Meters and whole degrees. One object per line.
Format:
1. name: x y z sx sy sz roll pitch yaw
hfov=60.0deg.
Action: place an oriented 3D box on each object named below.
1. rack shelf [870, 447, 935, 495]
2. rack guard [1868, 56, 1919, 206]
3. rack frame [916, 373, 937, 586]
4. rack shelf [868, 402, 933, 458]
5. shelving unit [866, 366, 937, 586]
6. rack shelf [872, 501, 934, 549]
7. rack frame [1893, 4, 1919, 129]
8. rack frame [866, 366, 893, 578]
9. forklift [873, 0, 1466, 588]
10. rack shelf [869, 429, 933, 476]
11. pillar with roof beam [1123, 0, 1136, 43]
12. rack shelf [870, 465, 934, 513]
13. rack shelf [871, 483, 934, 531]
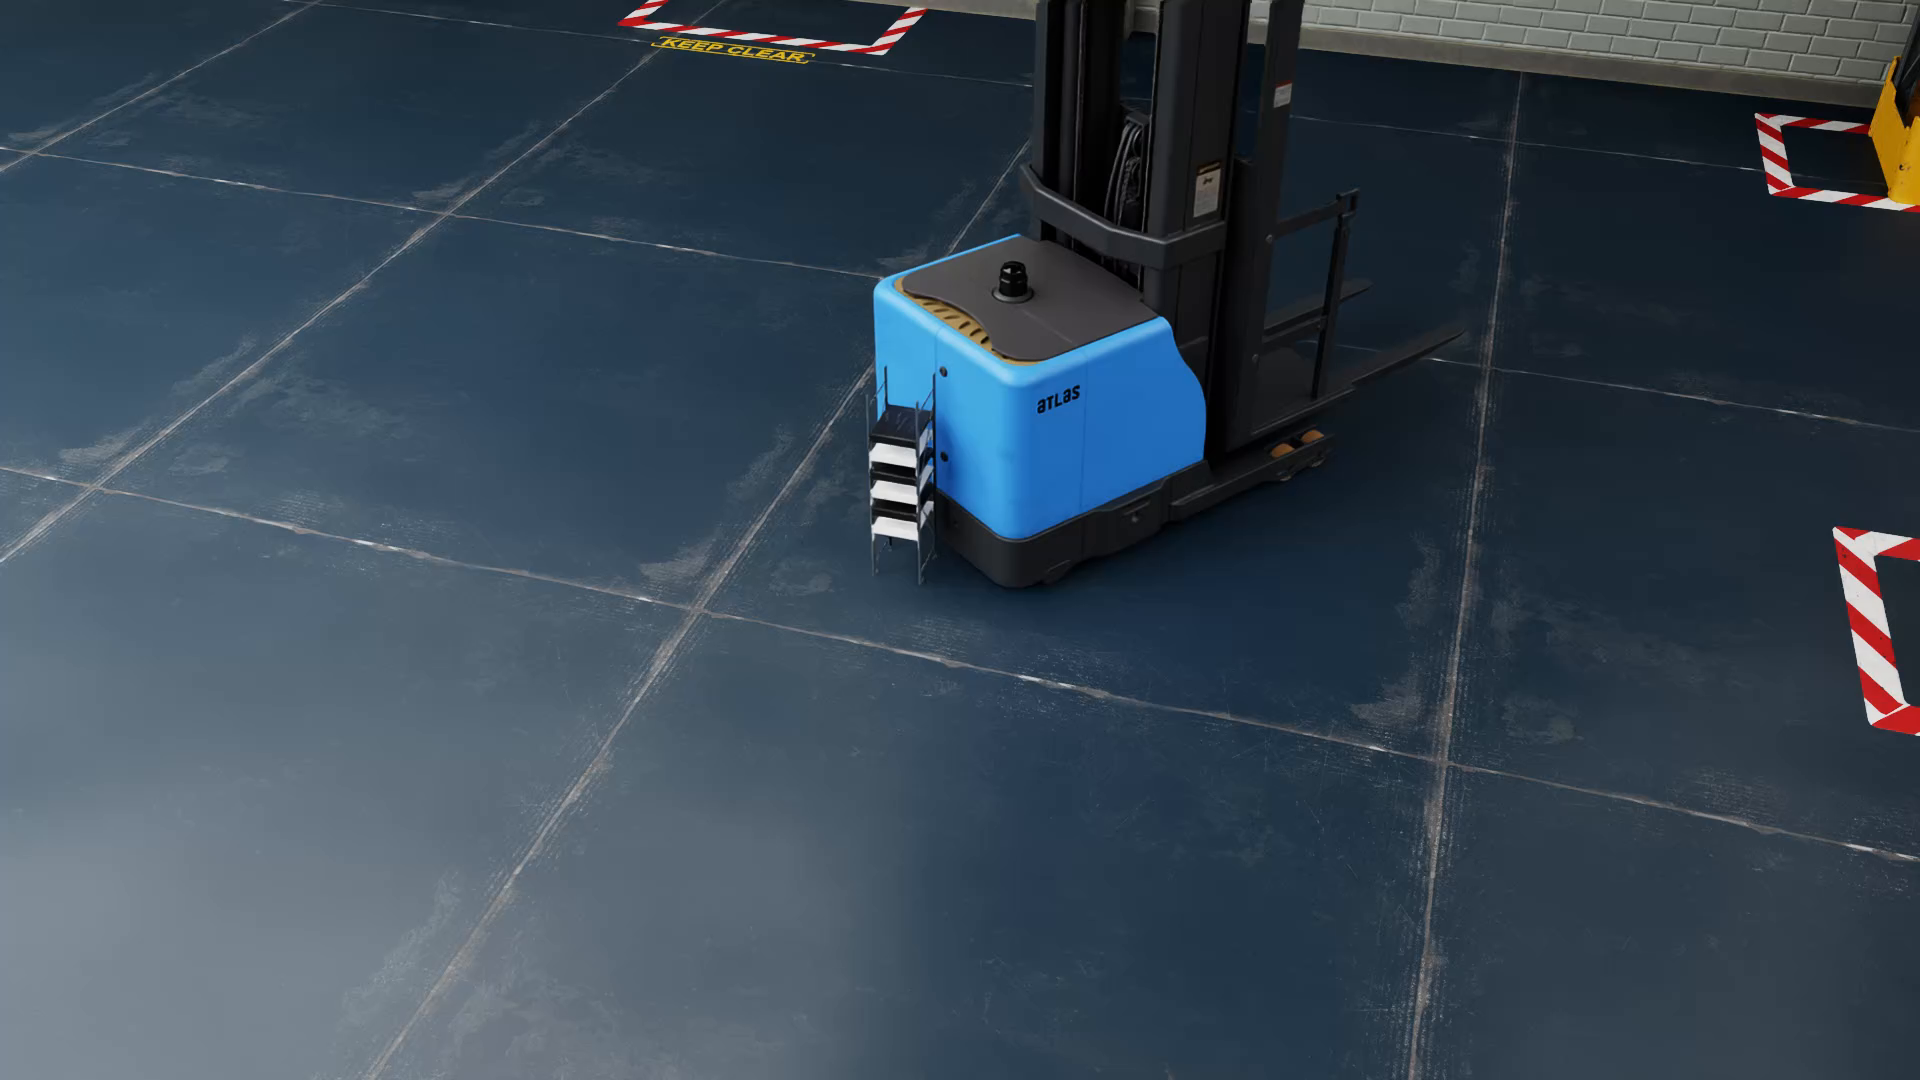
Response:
1. rack shelf: -0.233 -0.299 6.802 0.200 0.077 0.258 10 38 13
2. rack guard: 5.943 -2.536 10.274 0.348 0.500 1.175 10 38 14
3. rack frame: -0.135 -0.236 6.812 0.006 0.900 0.240 10 38 13
4. rack shelf: -0.233 -0.444 6.695 0.200 0.077 0.258 10 38 13
5. shelving unit: -0.233 -0.254 6.836 0.210 0.900 0.258 10 38 13
6. rack shelf: -0.233 -0.082 6.962 0.200 0.077 0.258 10 38 13
7. rack frame: 5.870 -3.556 9.551 0.127 3.000 1.000 10 38 14
8. rack frame: -0.330 -0.271 6.859 0.006 0.900 0.240 10 38 13
9. forklift: 1.112 -1.682 7.062 3.031 2.935 1.130 -24 42 -29
10. rack shelf: -0.233 -0.372 6.749 0.200 0.077 0.258 10 38 13
11. pillar with roof beam: -0.215 -4.963 6.401 0.400 9.000 9.100 10 38 14
12. rack shelf: -0.233 -0.227 6.855 0.200 0.077 0.258 10 38 13
13. rack shelf: -0.233 -0.154 6.909 0.200 0.077 0.258 10 38 13
